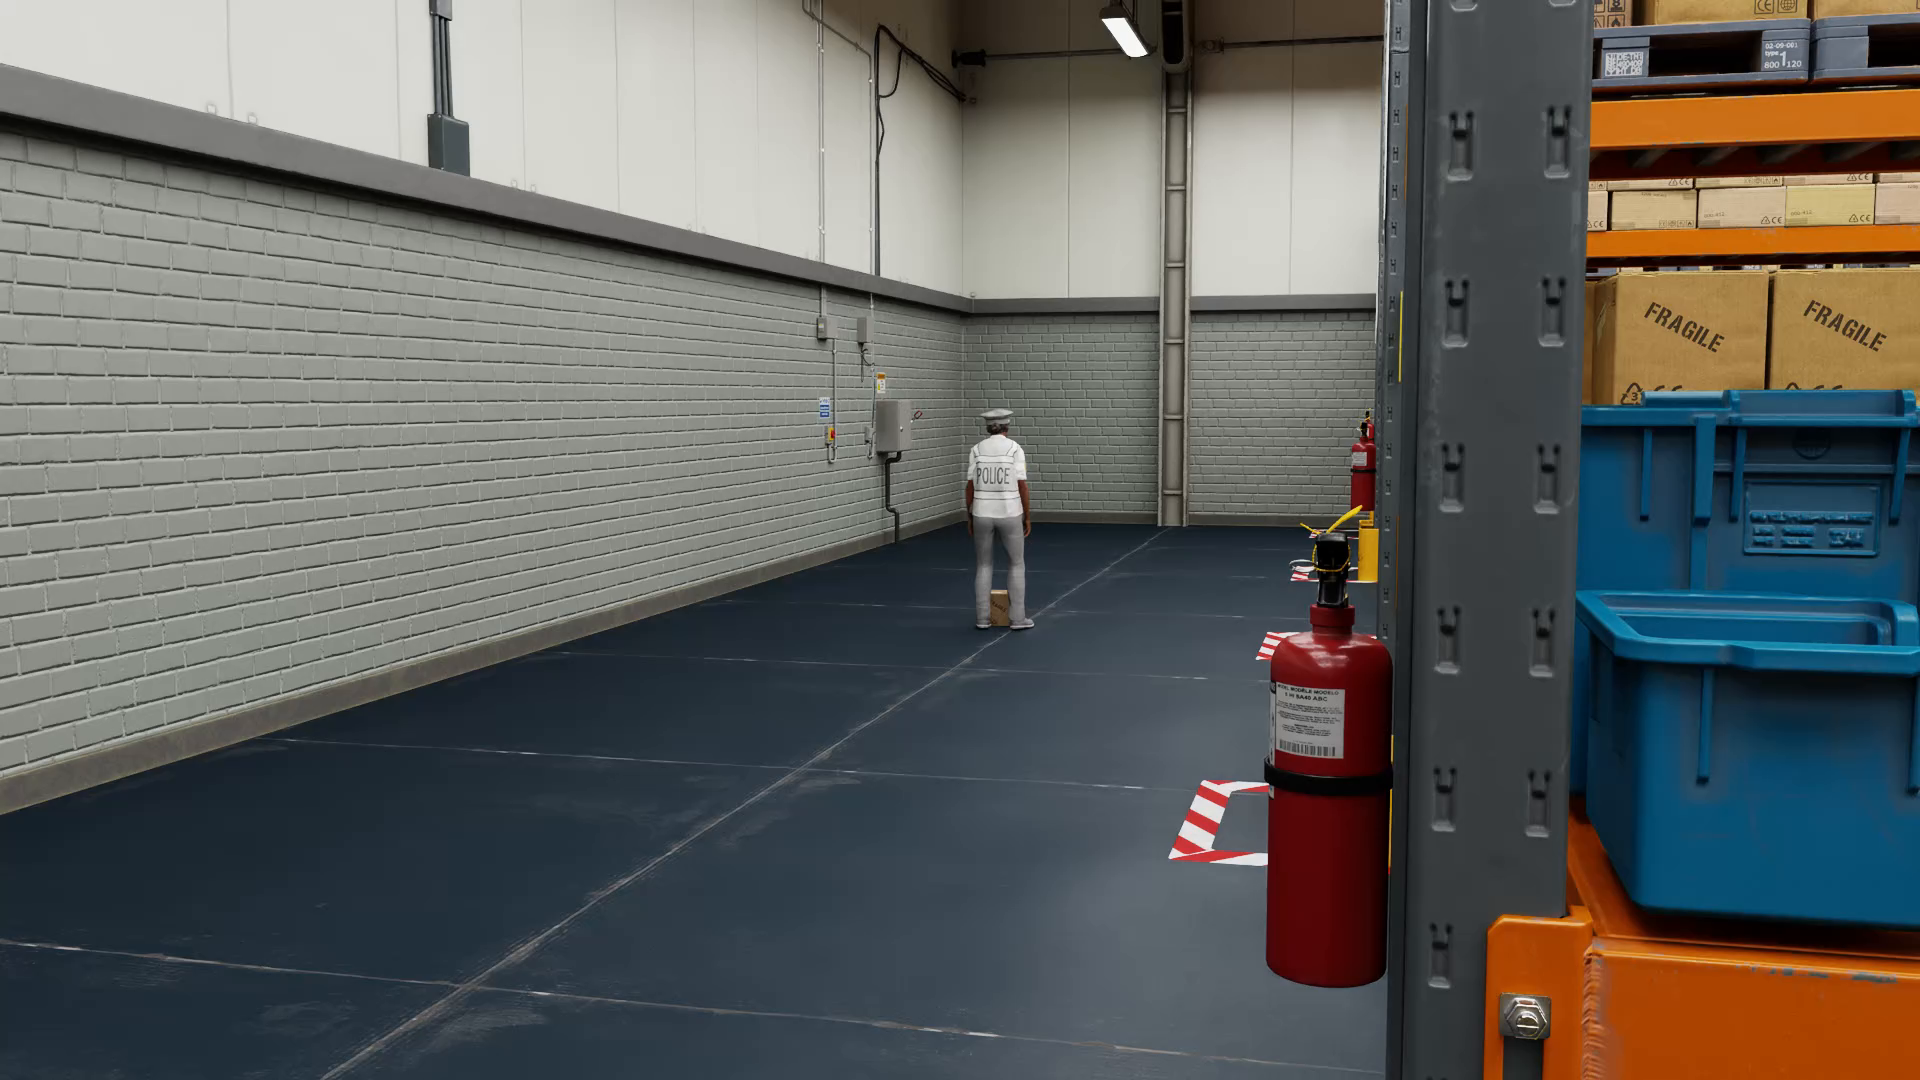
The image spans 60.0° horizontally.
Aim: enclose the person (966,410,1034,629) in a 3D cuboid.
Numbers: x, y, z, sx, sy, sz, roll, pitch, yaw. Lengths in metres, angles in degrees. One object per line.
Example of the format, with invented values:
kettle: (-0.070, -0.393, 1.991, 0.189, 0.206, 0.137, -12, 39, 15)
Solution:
person: (0.296, -0.154, 12.576, 0.503, 1.656, 0.397, 1, 5, 13)
